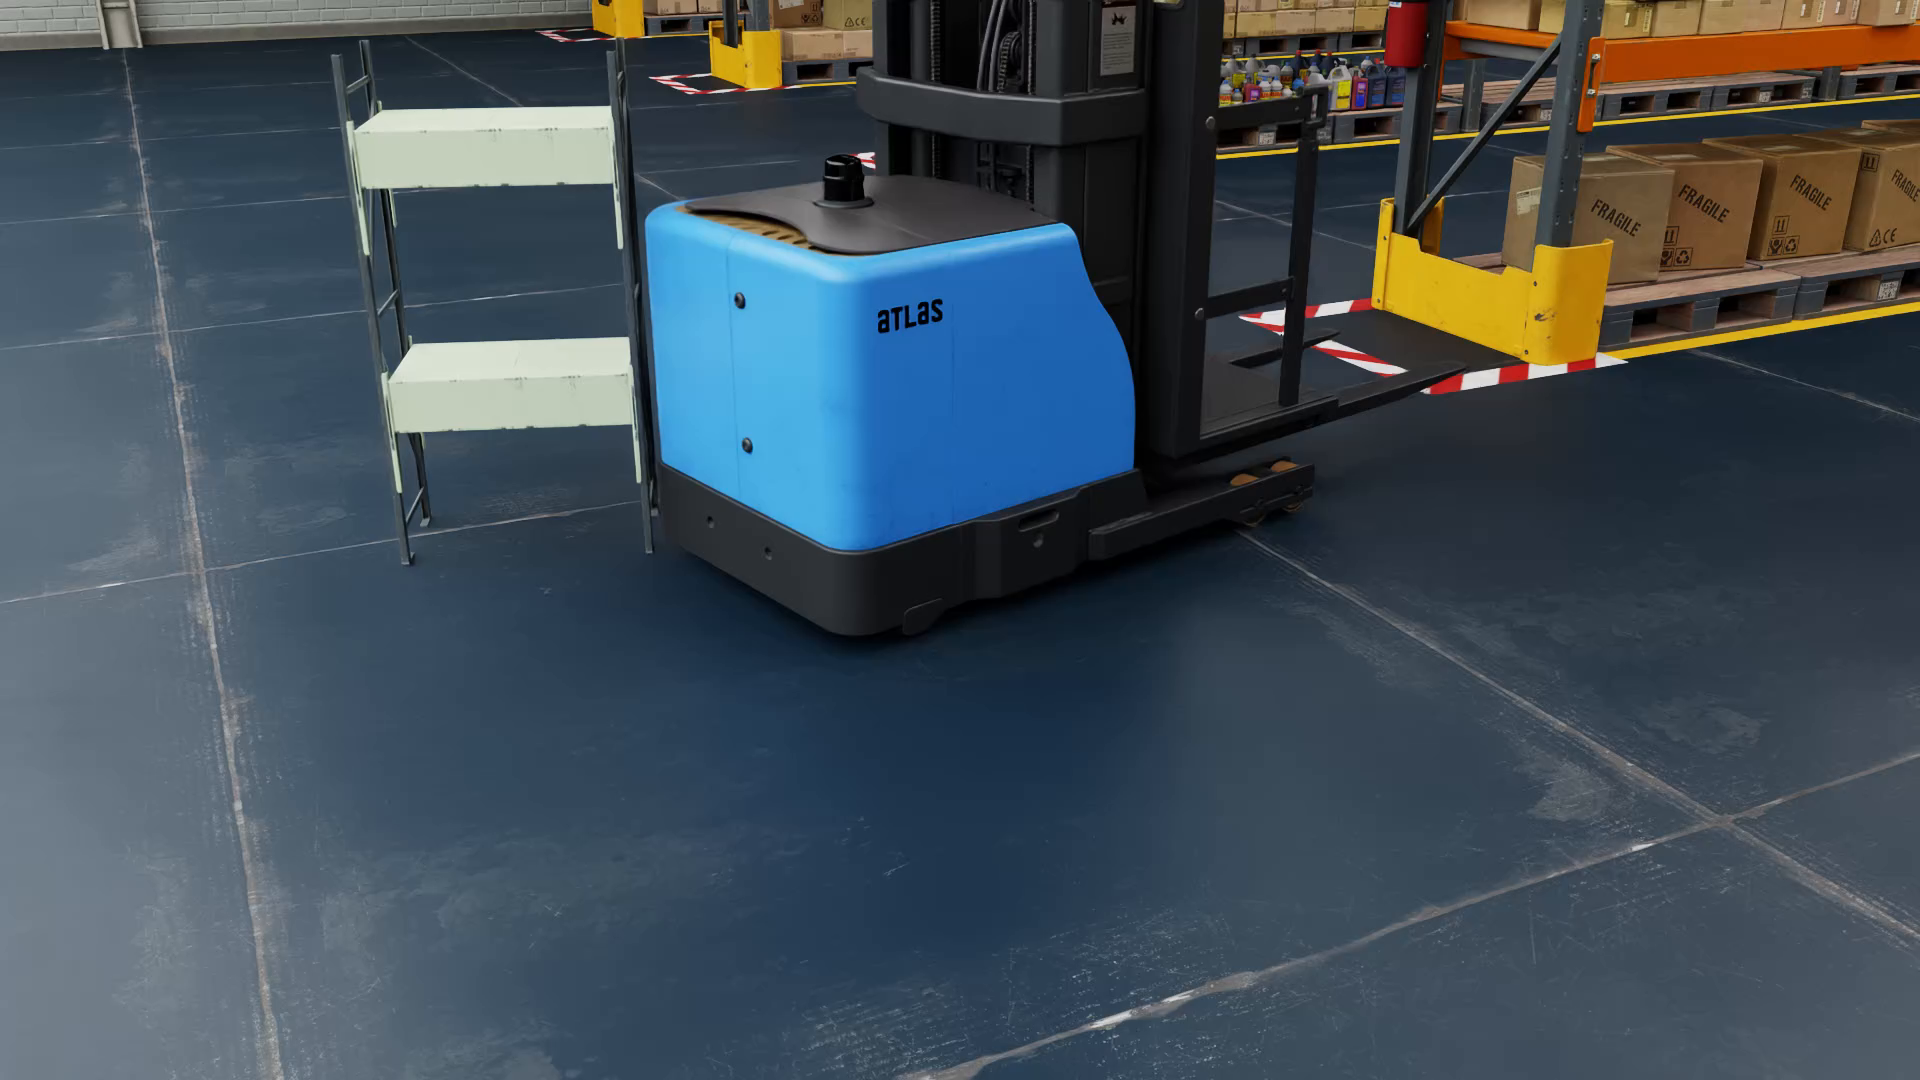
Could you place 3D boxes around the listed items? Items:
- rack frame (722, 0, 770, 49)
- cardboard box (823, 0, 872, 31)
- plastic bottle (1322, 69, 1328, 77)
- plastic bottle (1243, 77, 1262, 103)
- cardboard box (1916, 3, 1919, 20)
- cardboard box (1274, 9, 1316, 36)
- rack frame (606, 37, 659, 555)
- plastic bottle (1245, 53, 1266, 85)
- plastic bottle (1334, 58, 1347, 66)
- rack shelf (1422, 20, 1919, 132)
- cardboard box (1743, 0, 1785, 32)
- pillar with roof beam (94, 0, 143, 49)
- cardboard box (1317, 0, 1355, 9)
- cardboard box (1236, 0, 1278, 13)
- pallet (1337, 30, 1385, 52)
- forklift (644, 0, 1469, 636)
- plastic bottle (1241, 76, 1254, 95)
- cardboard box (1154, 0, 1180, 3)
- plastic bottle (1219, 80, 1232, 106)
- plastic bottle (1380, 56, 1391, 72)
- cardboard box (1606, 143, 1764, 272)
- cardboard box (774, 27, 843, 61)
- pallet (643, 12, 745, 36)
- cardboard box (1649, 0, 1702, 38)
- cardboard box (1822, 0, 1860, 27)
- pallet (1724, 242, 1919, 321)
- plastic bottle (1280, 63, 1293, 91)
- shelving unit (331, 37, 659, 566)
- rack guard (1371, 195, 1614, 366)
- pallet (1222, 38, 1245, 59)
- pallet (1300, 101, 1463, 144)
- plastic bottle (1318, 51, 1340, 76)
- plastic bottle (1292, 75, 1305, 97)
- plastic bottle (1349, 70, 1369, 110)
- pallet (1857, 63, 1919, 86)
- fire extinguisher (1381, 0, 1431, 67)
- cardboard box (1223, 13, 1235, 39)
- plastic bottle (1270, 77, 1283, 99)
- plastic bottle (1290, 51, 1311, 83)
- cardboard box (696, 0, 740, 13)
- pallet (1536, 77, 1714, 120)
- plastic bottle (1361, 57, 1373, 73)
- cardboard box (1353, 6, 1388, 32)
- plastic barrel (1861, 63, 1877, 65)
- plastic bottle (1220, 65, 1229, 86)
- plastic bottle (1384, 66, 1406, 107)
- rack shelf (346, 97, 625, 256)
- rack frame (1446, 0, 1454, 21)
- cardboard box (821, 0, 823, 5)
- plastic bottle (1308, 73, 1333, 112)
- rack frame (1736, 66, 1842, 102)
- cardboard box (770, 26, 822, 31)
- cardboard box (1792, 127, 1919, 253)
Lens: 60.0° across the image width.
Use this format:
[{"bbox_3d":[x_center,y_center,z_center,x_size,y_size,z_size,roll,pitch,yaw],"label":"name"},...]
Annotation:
[{"bbox_3d":[-2.007,-5.746,15.210,0.127,3.000,1.000,-10,25,-24],"label":"rack frame"},{"bbox_3d":[-0.978,-5.112,15.743,0.500,0.500,0.500,-10,25,-24],"label":"cardboard box"},{"bbox_3d":[2.755,-3.390,12.493,0.133,0.283,0.061,-10,25,-24],"label":"plastic bottle"},{"bbox_3d":[2.118,-3.211,12.062,0.133,0.283,0.061,-10,25,-23],"label":"plastic bottle"},{"bbox_3d":[4.207,-2.483,7.655,0.250,0.149,0.380,-10,25,-24],"label":"cardboard box"},{"bbox_3d":[3.453,-5.570,17.830,0.500,0.250,0.500,-10,24,-23],"label":"cardboard box"},{"bbox_3d":[-0.984,-0.724,5.038,0.023,1.500,0.400,-3,23,-6],"label":"rack frame"},{"bbox_3d":[2.281,-3.589,12.886,0.185,0.351,0.144,-11,25,-24],"label":"plastic bottle"},{"bbox_3d":[2.985,-3.682,13.209,0.135,0.276,0.152,-9,24,-22],"label":"plastic bottle"},{"bbox_3d":[4.088,-2.331,7.900,4.000,0.370,1.077,-10,25,-24],"label":"rack shelf"},{"bbox_3d":[3.327,-2.300,7.214,0.250,0.149,0.380,-10,25,-24],"label":"cardboard box"},{"bbox_3d":[-7.443,-8.160,13.197,0.400,9.000,9.100,-10,25,-24],"label":"pillar with roof beam"},{"bbox_3d":[3.914,-5.913,17.925,0.500,0.311,0.500,-11,25,-24],"label":"cardboard box"},{"bbox_3d":[2.996,-5.743,17.514,0.500,0.311,0.500,-11,25,-25],"label":"cardboard box"},{"bbox_3d":[4.442,-5.662,18.651,1.213,0.211,1.003,-10,25,-24],"label":"pallet"},{"bbox_3d":[0.539,-1.538,5.132,3.031,2.935,1.130,-18,28,-36],"label":"forklift"},{"bbox_3d":[2.206,-3.454,12.757,0.097,0.201,0.097,0,22,0],"label":"plastic bottle"},{"bbox_3d":[2.077,-5.575,17.109,0.500,0.311,0.500,-10,25,-23],"label":"cardboard box"},{"bbox_3d":[1.906,-3.174,11.989,0.097,0.271,0.097,0,22,0],"label":"plastic bottle"},{"bbox_3d":[3.224,-3.525,12.732,0.185,0.351,0.144,-10,25,-24],"label":"plastic bottle"},{"bbox_3d":[3.379,-1.579,7.863,0.500,0.500,0.500,-4,23,-10],"label":"cardboard box"},{"bbox_3d":[-1.428,-4.682,15.685,0.500,0.250,0.500,-10,25,-24],"label":"cardboard box"},{"bbox_3d":[-3.343,-6.299,20.192,1.213,0.211,1.003,-10,25,-24],"label":"pallet"},{"bbox_3d":[2.879,-2.215,7.009,0.250,0.149,0.380,-10,25,-24],"label":"cardboard box"},{"bbox_3d":[3.769,-2.390,7.431,0.250,0.149,0.380,-10,25,-24],"label":"cardboard box"},{"bbox_3d":[4.199,-1.379,8.306,1.213,0.211,1.003,-10,25,-24],"label":"pallet"},{"bbox_3d":[2.548,-3.585,12.981,0.097,0.271,0.097,0,22,0],"label":"plastic bottle"},{"bbox_3d":[-1.347,-0.707,4.997,0.755,1.500,0.431,-3,23,-6],"label":"shelving unit"},{"bbox_3d":[2.354,-1.189,7.469,0.348,0.500,1.175,-10,25,-24],"label":"rack guard"},{"bbox_3d":[2.244,-5.257,17.674,1.213,0.211,1.003,-10,25,-24],"label":"pallet"},{"bbox_3d":[3.118,-3.316,12.986,1.213,0.211,1.003,-10,25,-24],"label":"pallet"},{"bbox_3d":[2.897,-3.641,13.012,0.185,0.351,0.144,-10,25,-24],"label":"plastic bottle"},{"bbox_3d":[2.488,-3.282,12.248,0.097,0.271,0.097,0,22,0],"label":"plastic bottle"},{"bbox_3d":[2.985,-3.371,12.448,0.133,0.283,0.061,-9,24,-20],"label":"plastic bottle"},{"bbox_3d":[9.136,-4.423,15.659,1.213,0.211,1.003,-10,25,-24],"label":"pallet"},{"bbox_3d":[1.983,-2.436,7.313,0.183,0.674,0.296,-10,25,-24],"label":"fire extinguisher"},{"bbox_3d":[2.529,-5.399,17.417,0.500,0.250,0.500,-10,24,-22],"label":"cardboard box"},{"bbox_3d":[2.305,-3.248,12.166,0.097,0.271,0.097,0,22,0],"label":"plastic bottle"},{"bbox_3d":[2.664,-3.659,13.056,0.185,0.351,0.144,-12,25,-26],"label":"plastic bottle"},{"bbox_3d":[-2.983,-6.592,20.193,0.500,0.311,0.500,-8,24,-19],"label":"cardboard box"},{"bbox_3d":[5.533,-3.761,14.060,1.213,0.211,1.003,-10,25,-24],"label":"pallet"},{"bbox_3d":[3.264,-3.743,13.362,0.097,0.271,0.097,0,22,0],"label":"plastic bottle"},{"bbox_3d":[4.370,-5.739,18.238,0.500,0.250,0.500,-11,25,-24],"label":"cardboard box"},{"bbox_3d":[8.249,-4.621,15.196,0.421,0.512,0.421,0,22,0],"label":"plastic barrel"},{"bbox_3d":[1.966,-3.494,12.756,0.135,0.276,0.152,-11,25,-25],"label":"plastic bottle"},{"bbox_3d":[3.286,-3.475,12.612,0.185,0.351,0.144,-11,25,-25],"label":"plastic bottle"},{"bbox_3d":[-1.347,-1.068,4.848,0.720,0.370,0.431,-3,23,-6],"label":"rack shelf"},{"bbox_3d":[5.201,-7.073,18.415,0.127,3.000,1.000,-10,25,-24],"label":"rack frame"},{"bbox_3d":[-1.473,-6.979,20.880,0.500,0.500,0.500,-12,26,-28],"label":"cardboard box"},{"bbox_3d":[2.674,-3.330,12.358,0.135,0.276,0.152,-10,24,-23],"label":"plastic bottle"},{"bbox_3d":[7.346,-5.365,14.290,0.127,3.000,1.000,-10,25,-24],"label":"rack frame"},{"bbox_3d":[-1.652,-4.860,16.116,0.500,0.250,0.500,-10,25,-24],"label":"cardboard box"},{"bbox_3d":[4.474,-1.754,8.284,0.500,0.500,0.500,-13,26,-28],"label":"cardboard box"}]
